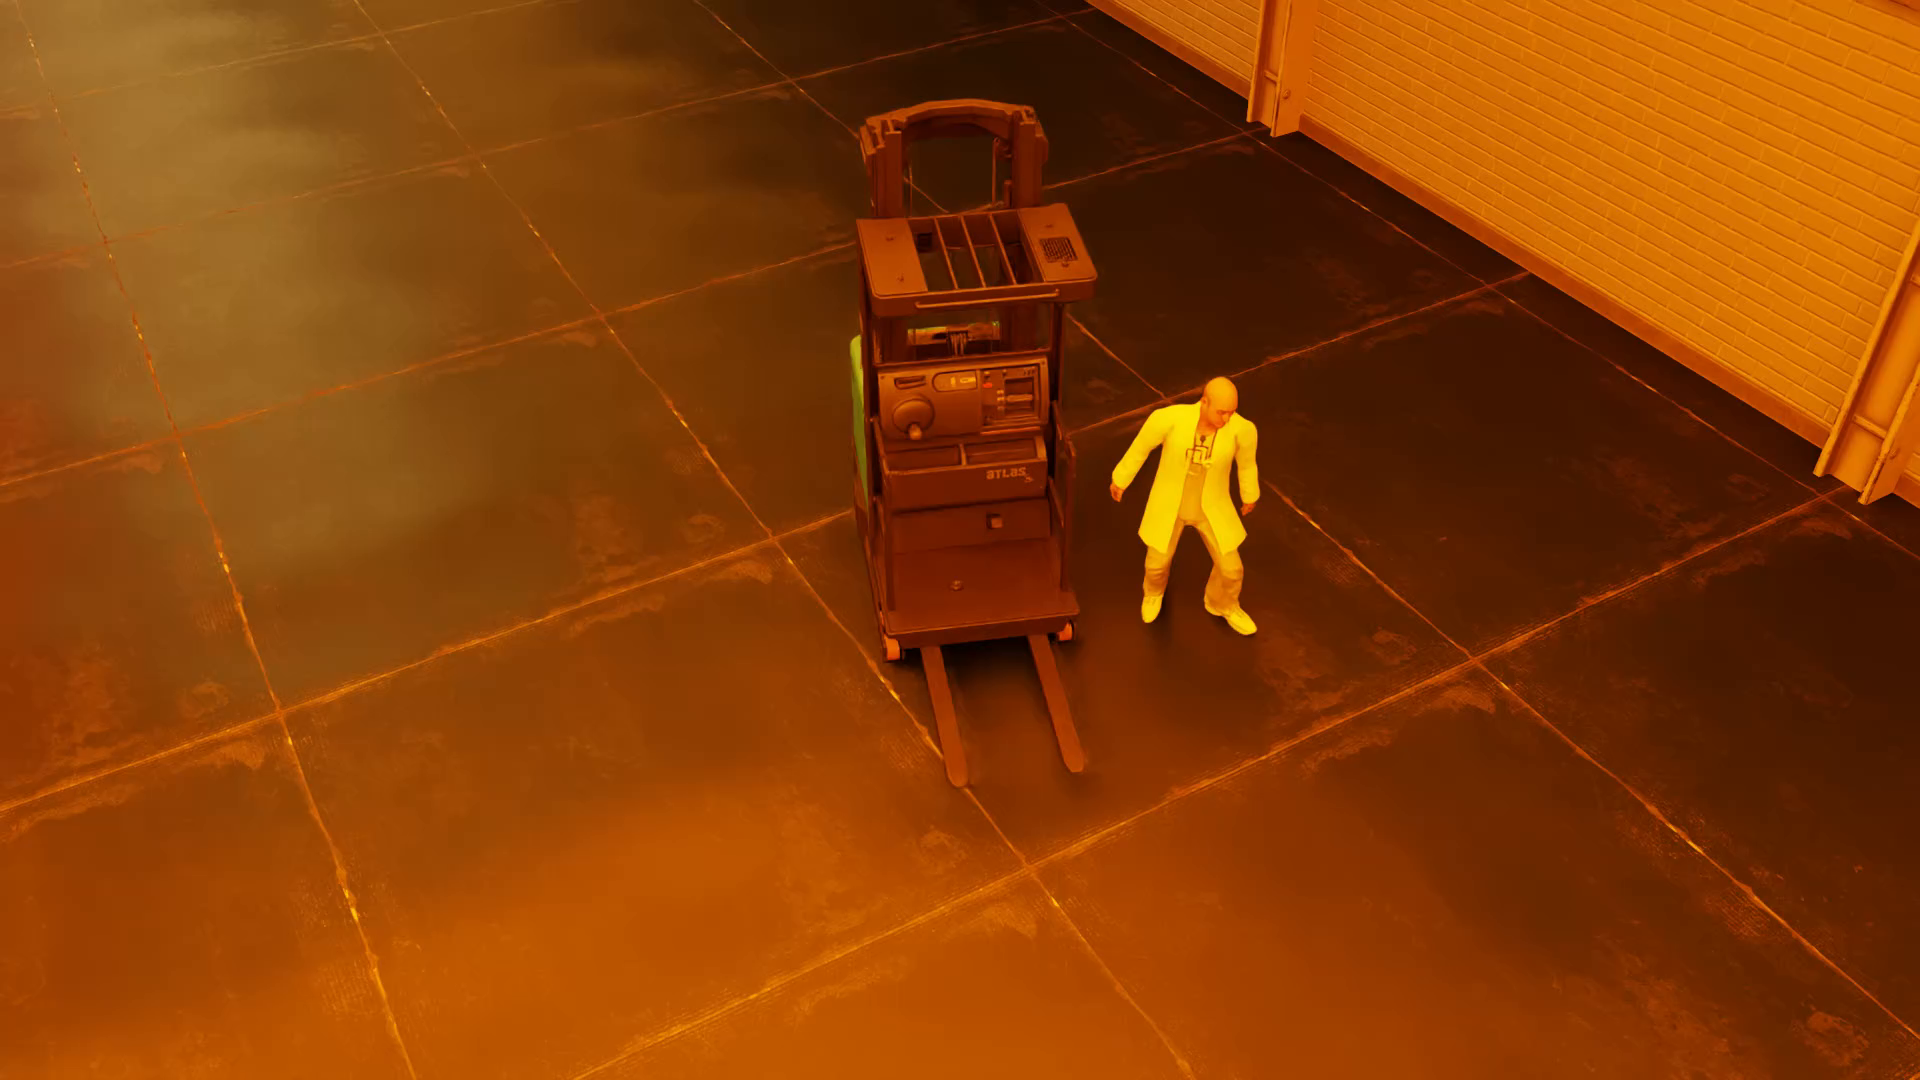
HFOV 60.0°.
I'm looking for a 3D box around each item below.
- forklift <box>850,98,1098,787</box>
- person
[{"bbox_3d":[0.059,-0.688,8.865,1.130,2.935,3.031,-6,40,-7],"label":"forklift"},{"bbox_3d":[1.289,-0.226,9.274,0.912,1.744,0.509,5,40,6],"label":"person"}]
